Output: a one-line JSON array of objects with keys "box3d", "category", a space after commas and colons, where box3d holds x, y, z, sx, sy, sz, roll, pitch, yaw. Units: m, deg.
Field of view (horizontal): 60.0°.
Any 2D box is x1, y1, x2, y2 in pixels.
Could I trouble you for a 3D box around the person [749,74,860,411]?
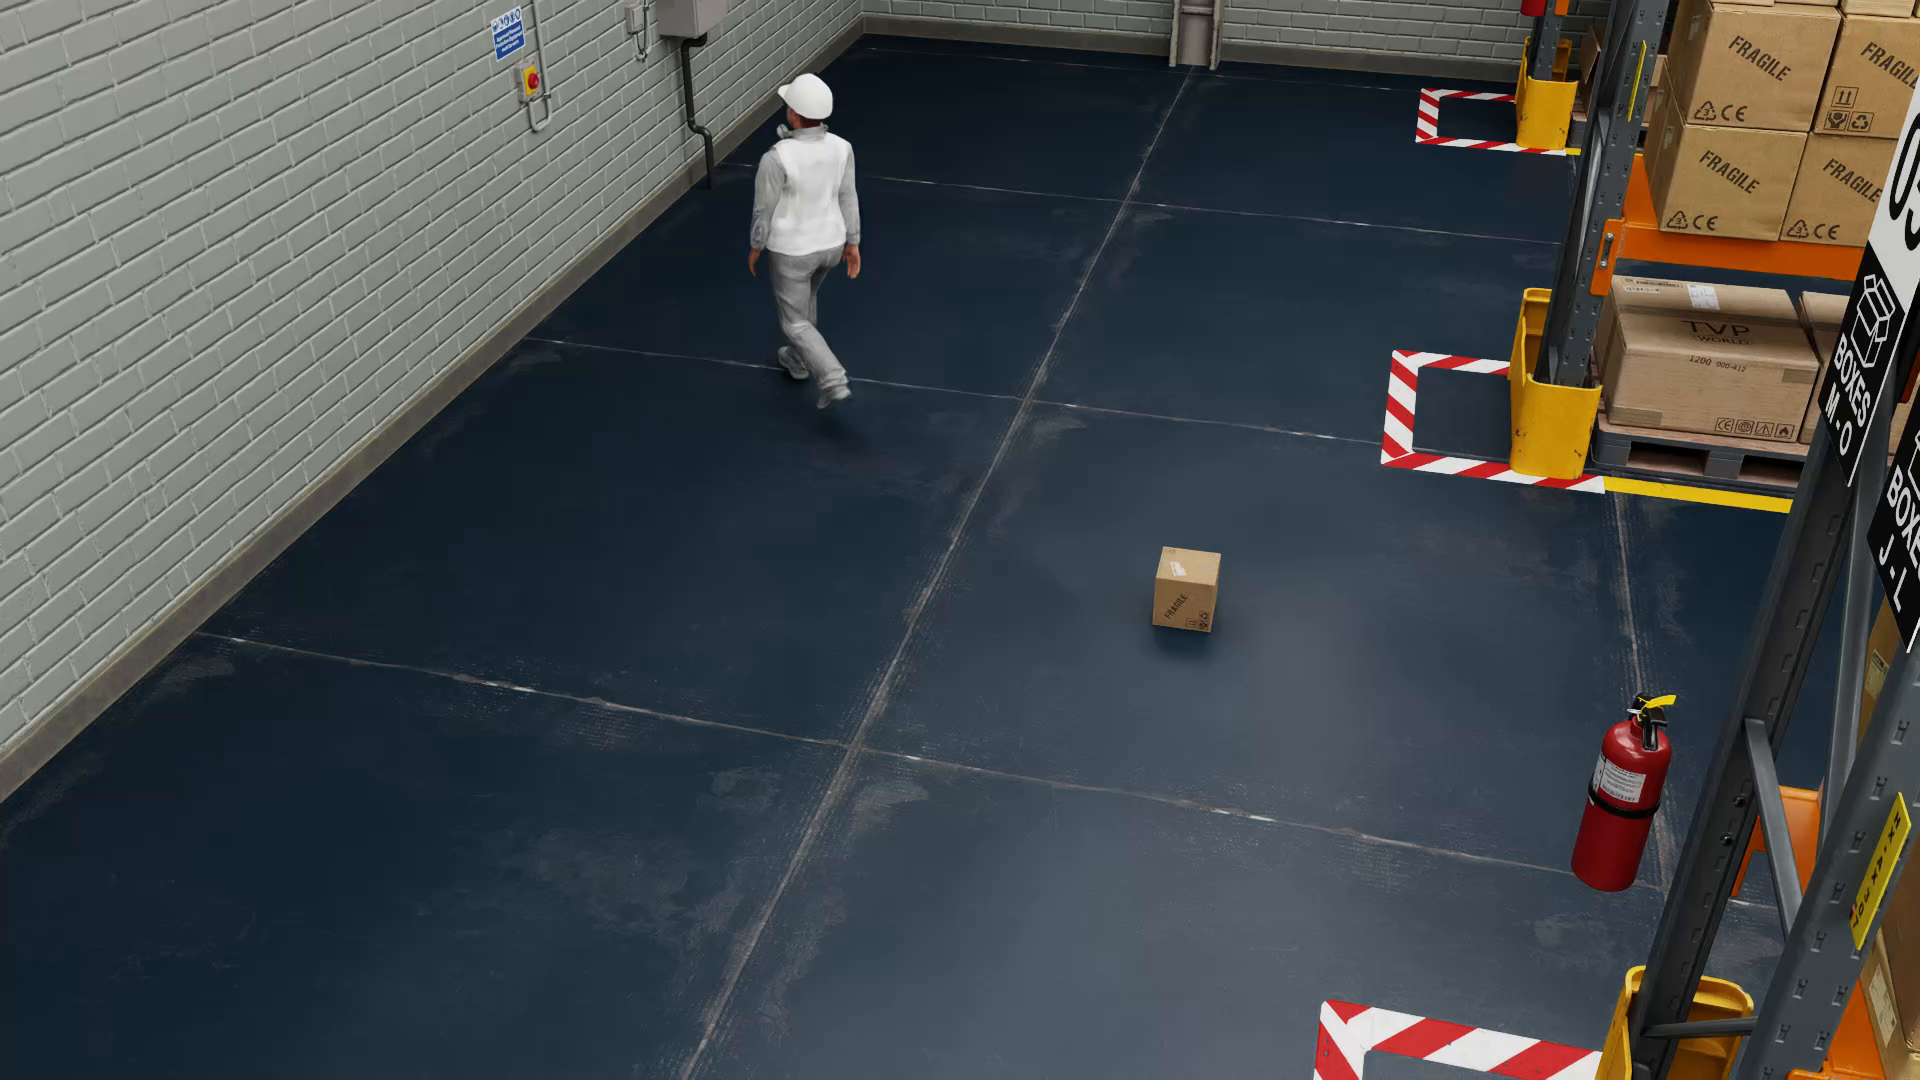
[{"box3d": [-0.790, -1.512, 8.480, 0.543, 1.734, 0.934, -23, 39, -31], "category": "person"}]
